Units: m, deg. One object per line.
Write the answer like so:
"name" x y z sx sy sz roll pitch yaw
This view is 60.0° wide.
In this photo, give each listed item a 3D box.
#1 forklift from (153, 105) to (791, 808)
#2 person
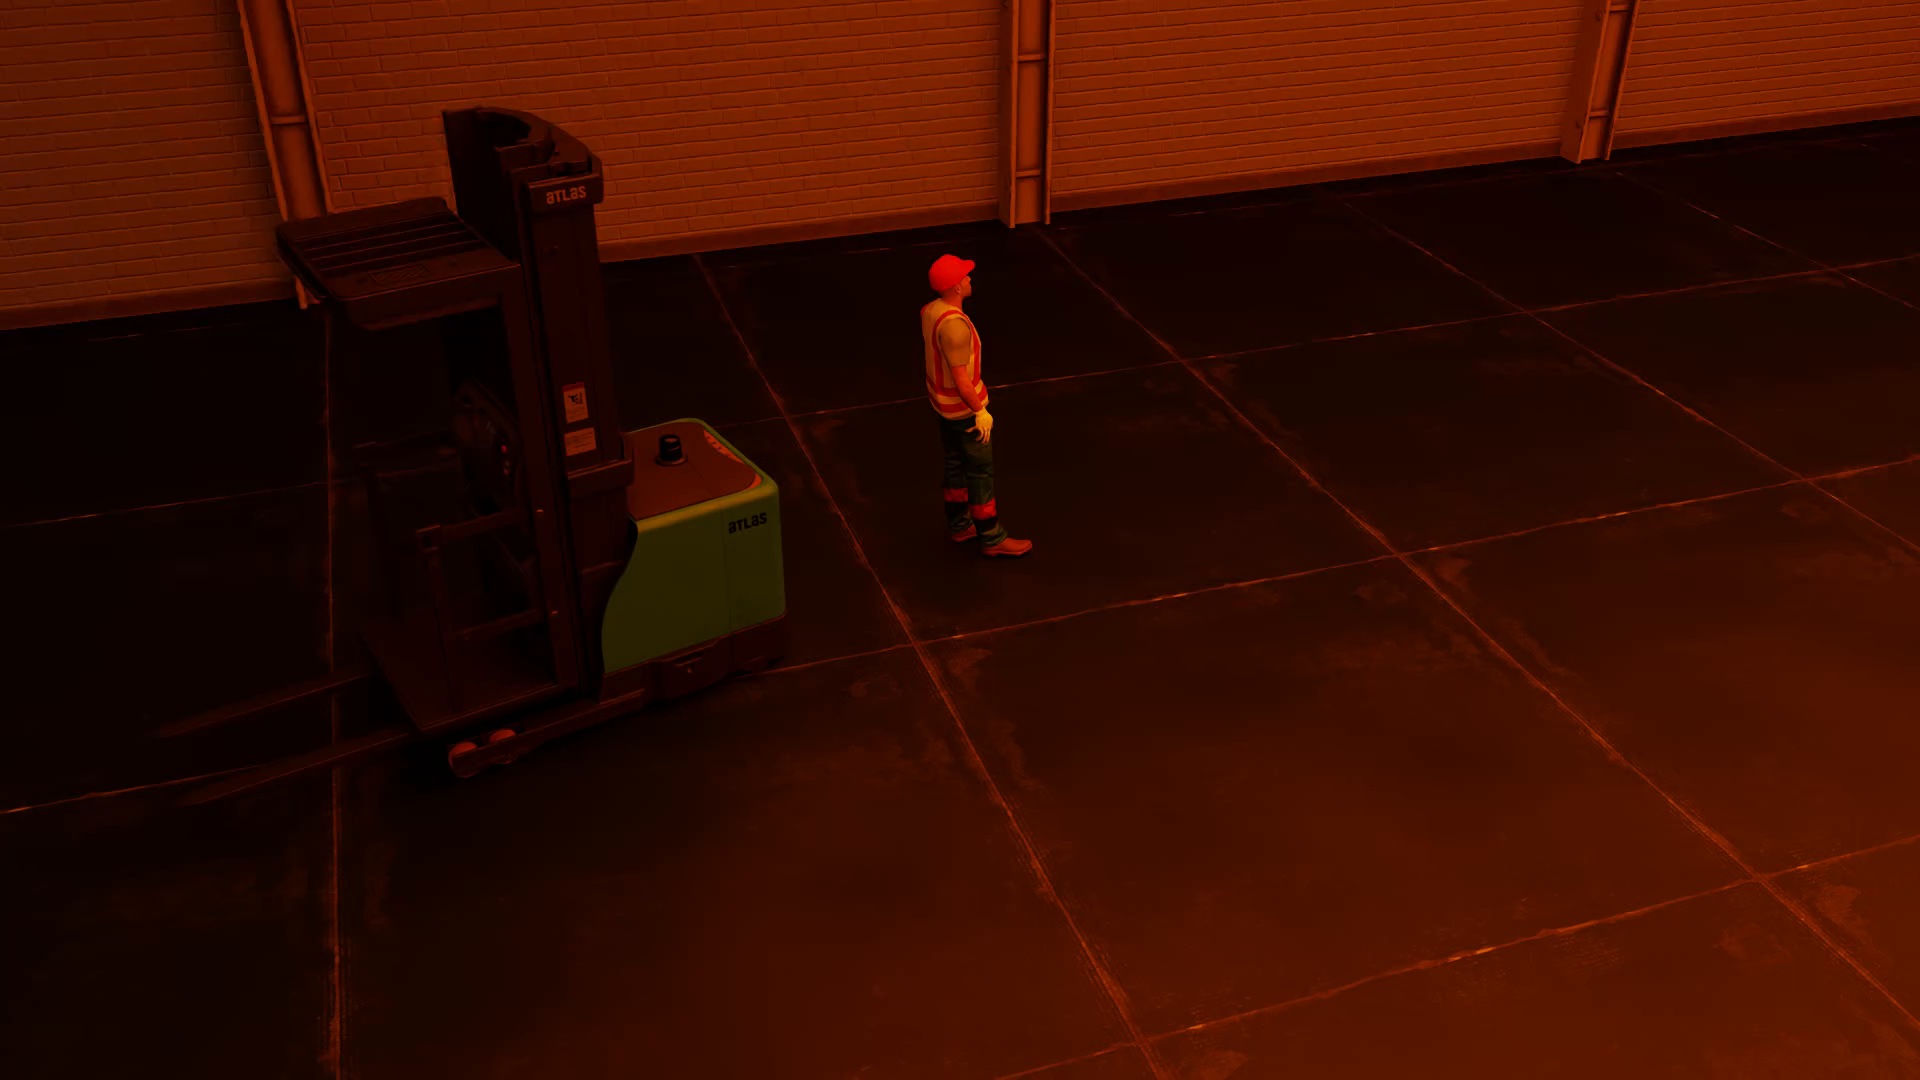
"forklift" -2.418 -0.426 7.827 3.031 2.935 1.130 -18 34 -28
"person" 0.080 -0.789 9.590 0.562 1.789 0.638 -10 31 -16
